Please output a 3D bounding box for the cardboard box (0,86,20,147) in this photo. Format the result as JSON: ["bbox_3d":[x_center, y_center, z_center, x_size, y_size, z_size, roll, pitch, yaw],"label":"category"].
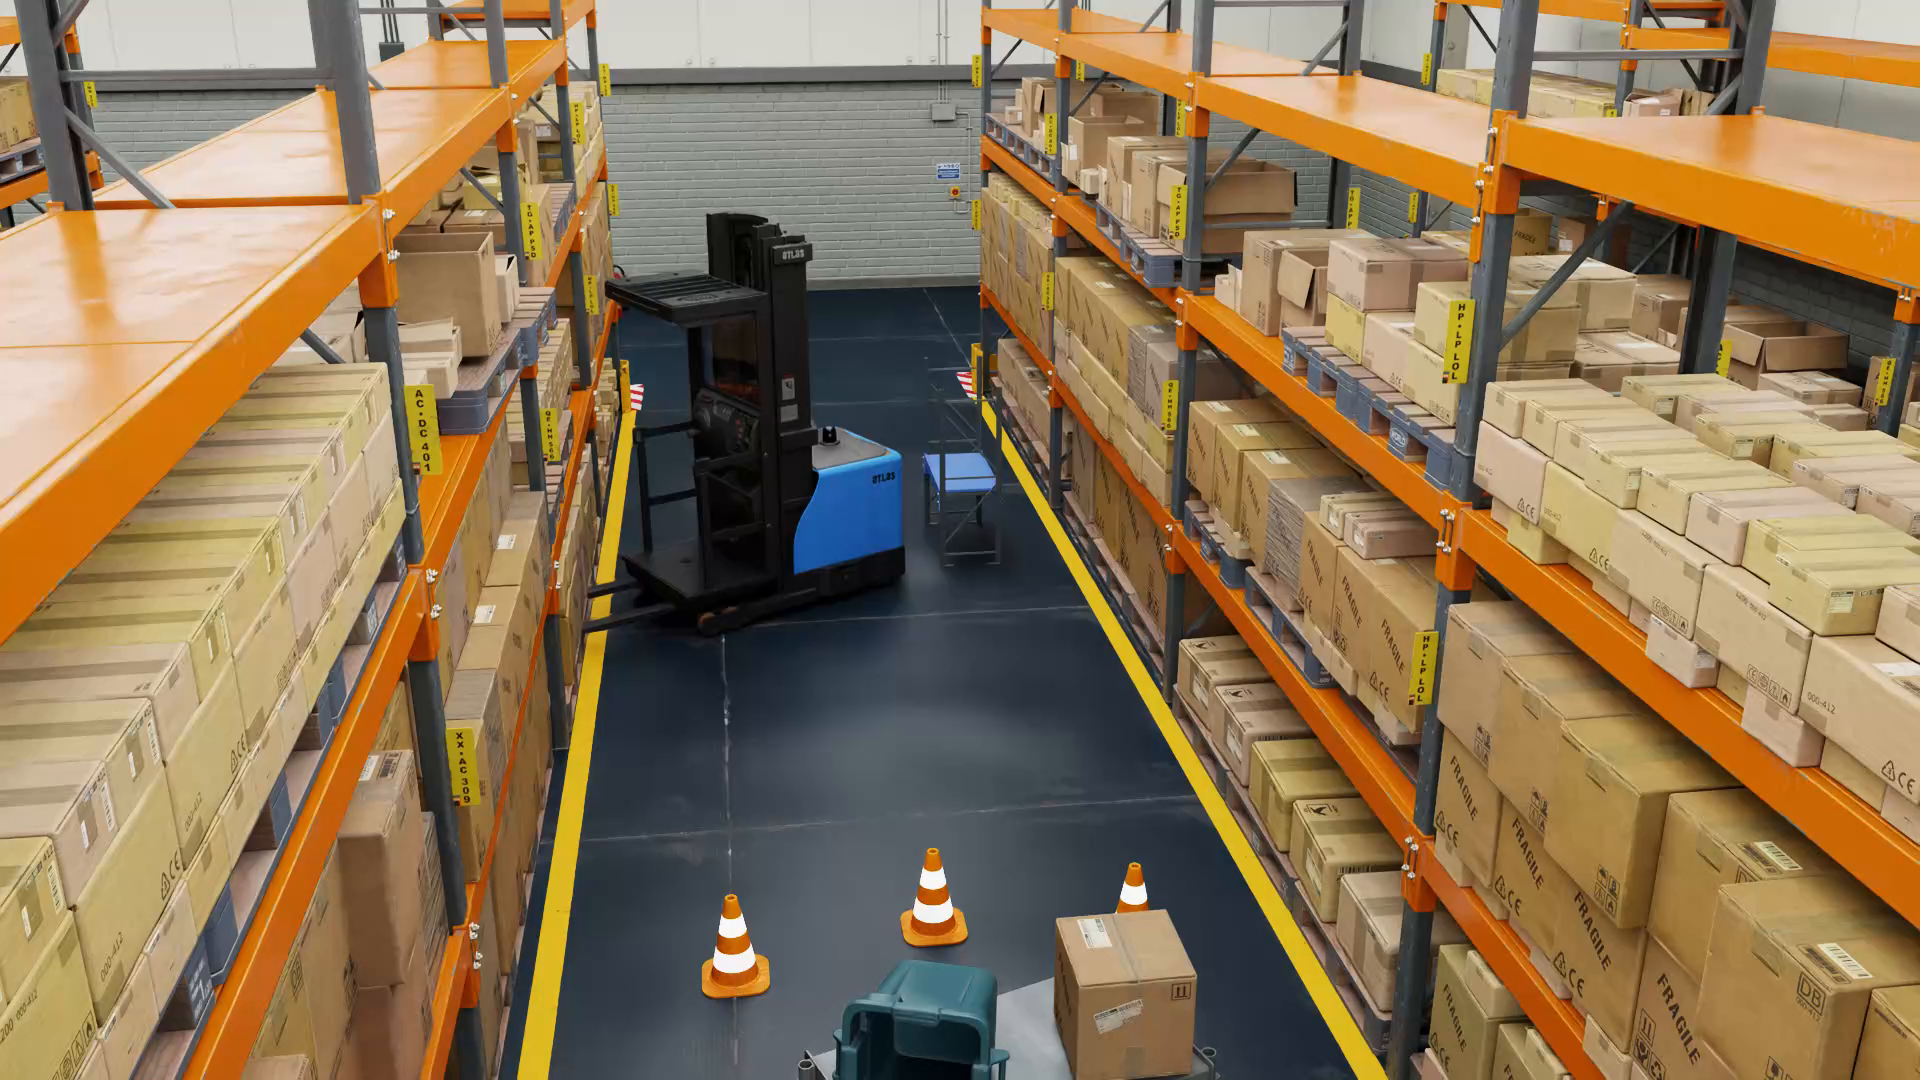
[{"bbox_3d":[-8.866,-3.752,14.800,0.700,0.500,0.500,-4,21,-11],"label":"cardboard box"}]

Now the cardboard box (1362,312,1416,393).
[{"bbox_3d":[2.162,-0.858,7.553,0.500,0.250,0.500,-3,21,-7],"label":"cardboard box"}]

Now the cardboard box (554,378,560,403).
[{"bbox_3d":[-3.133,-1.075,12.142,0.380,0.149,0.250,-3,21,-8],"label":"cardboard box"}]

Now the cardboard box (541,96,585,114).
[{"bbox_3d":[-3.617,-3.948,15.142,0.380,0.149,0.250,-3,21,-9],"label":"cardboard box"}]

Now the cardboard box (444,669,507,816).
[{"bbox_3d":[-2.309,0.912,7.345,0.500,0.500,0.500,-3,21,-7],"label":"cardboard box"}]

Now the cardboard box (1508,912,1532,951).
[{"bbox_3d":[2.342,1.462,6.373,0.380,0.149,0.250,-3,21,-8],"label":"cardboard box"}]

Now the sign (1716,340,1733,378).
[{"bbox_3d":[2.994,-0.633,6.598,0.100,0.325,0.005,-3,21,-8],"label":"sign"}]

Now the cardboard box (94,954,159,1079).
[{"bbox_3d":[-1.654,0.873,2.921,0.380,0.149,0.250,-3,21,-8],"label":"cardboard box"}]

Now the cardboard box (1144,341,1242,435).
[{"bbox_3d":[1.548,-1.022,11.093,0.500,0.500,0.500,-3,21,-9],"label":"cardboard box"}]

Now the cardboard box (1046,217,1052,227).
[{"bbox_3d":[0.989,-2.819,14.977,0.380,0.149,0.250,-3,21,-8],"label":"cardboard box"}]

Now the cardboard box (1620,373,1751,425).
[{"bbox_3d":[2.720,-0.518,6.249,0.380,0.149,0.250,-2,21,-7],"label":"cardboard box"}]

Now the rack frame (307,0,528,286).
[{"bbox_3d":[-3.002,-2.866,9.030,1.000,3.000,0.127,-3,21,-8],"label":"rack frame"}]

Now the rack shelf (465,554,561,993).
[{"bbox_3d":[-2.714,0.973,8.351,1.077,0.370,4.000,-3,21,-8],"label":"rack shelf"}]

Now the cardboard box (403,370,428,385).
[{"bbox_3d":[-2.330,-0.574,6.794,0.250,0.149,0.380,-3,21,-8],"label":"cardboard box"}]

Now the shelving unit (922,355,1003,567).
[{"bbox_3d":[0.012,-0.673,13.875,0.538,1.500,1.048,-3,21,-8],"label":"shelving unit"}]

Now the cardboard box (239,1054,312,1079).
[{"bbox_3d":[-1.981,1.621,3.832,0.875,0.550,0.550,-3,21,-8],"label":"cardboard box"}]

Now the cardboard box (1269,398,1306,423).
[{"bbox_3d":[2.222,-0.580,10.314,0.500,0.500,0.500,-4,21,-9],"label":"cardboard box"}]

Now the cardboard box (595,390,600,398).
[{"bbox_3d":[-3.689,-1.342,16.147,0.380,0.149,0.250,-4,21,-10],"label":"cardboard box"}]

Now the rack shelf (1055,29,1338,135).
[{"bbox_3d":[1.593,-3.319,11.842,1.077,0.370,4.000,-3,21,-8],"label":"rack shelf"}]

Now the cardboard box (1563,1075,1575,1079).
[{"bbox_3d":[2.352,2.016,5.863,0.380,0.149,0.250,-2,21,-5],"label":"cardboard box"}]

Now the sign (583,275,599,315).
[{"bbox_3d":[-3.030,-2.013,13.663,0.100,0.325,0.005,-3,21,-8],"label":"sign"}]

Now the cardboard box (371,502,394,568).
[{"bbox_3d":[-2.020,-0.005,5.271,0.380,0.149,0.250,-3,21,-7],"label":"cardboard box"}]

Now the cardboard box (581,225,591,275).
[{"bbox_3d":[-3.493,-2.443,14.472,0.500,0.500,0.500,-4,21,-9],"label":"cardboard box"}]

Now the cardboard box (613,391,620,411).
[{"bbox_3d":[-3.736,-1.431,17.236,0.380,0.149,0.250,-2,21,-6],"label":"cardboard box"}]

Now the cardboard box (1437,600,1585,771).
[{"bbox_3d":[2.307,0.553,6.452,0.700,0.500,0.500,-3,21,-8],"label":"cardboard box"}]

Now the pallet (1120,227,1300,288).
[{"bbox_3d":[1.736,-1.878,10.939,1.213,0.211,1.003,-2,21,-5],"label":"pallet"}]

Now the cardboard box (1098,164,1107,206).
[{"bbox_3d":[1.222,-2.614,12.234,0.396,0.266,0.258,-1,21,-3],"label":"cardboard box"}]

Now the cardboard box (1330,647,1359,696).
[{"bbox_3d":[2.017,0.621,8.025,0.380,0.149,0.250,-3,21,-9],"label":"cardboard box"}]

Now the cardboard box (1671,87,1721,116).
[{"bbox_3d":[6.328,-3.739,14.252,0.396,0.266,0.258,-3,21,-9],"label":"cardboard box"}]

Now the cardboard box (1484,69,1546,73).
[{"bbox_3d":[5.980,-4.931,17.919,0.500,0.250,0.500,-3,21,-9],"label":"cardboard box"}]

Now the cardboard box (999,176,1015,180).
[{"bbox_3d":[0.614,-3.706,17.352,0.380,0.149,0.250,-2,21,-6],"label":"cardboard box"}]

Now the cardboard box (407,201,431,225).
[{"bbox_3d":[-3.318,-1.994,9.743,0.396,0.266,0.258,-3,21,-8],"label":"cardboard box"}]

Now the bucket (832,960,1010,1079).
[{"bbox_3d":[-0.125,2.081,6.863,0.726,0.611,0.620,4,11,11],"label":"bucket"}]

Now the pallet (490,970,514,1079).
[{"bbox_3d":[-2.612,2.372,7.564,1.003,0.211,1.213,-3,21,-8],"label":"pallet"}]

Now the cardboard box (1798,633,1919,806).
[{"bbox_3d":[2.543,0.438,4.259,0.500,0.250,0.500,-2,21,-6],"label":"cardboard box"}]

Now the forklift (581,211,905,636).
[{"bbox_3d":[-1.925,-0.874,12.366,3.031,2.935,1.130,-15,25,-34],"label":"forklift"}]

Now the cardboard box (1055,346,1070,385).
[{"bbox_3d":[1.107,-1.490,14.132,0.500,0.250,0.500,-3,21,-9],"label":"cardboard box"}]

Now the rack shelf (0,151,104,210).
[{"bbox_3d":[-8.790,-2.986,14.666,1.077,0.370,4.000,-3,21,-8],"label":"rack shelf"}]

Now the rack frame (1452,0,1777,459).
[{"bbox_3d":[2.458,-1.766,6.084,1.000,3.000,0.127,-3,21,-8],"label":"rack frame"}]

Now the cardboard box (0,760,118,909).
[{"bbox_3d":[-1.655,0.502,2.774,0.380,0.149,0.250,-3,21,-9],"label":"cardboard box"}]

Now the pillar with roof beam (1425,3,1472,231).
[{"bbox_3d":[1.883,-6.934,19.921,9.100,9.000,0.400,-3,21,-8],"label":"pillar with roof beam"}]

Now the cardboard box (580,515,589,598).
[{"bbox_3d":[-3.080,0.132,12.547,0.500,0.500,0.500,-3,21,-9],"label":"cardboard box"}]

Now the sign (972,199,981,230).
[{"bbox_3d":[0.178,-3.527,18.023,0.100,0.325,0.005,-3,21,-8],"label":"sign"}]

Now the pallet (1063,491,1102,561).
[{"bbox_3d":[1.491,-0.156,14.332,1.003,0.211,1.213,-3,21,-8],"label":"pallet"}]

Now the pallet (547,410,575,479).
[{"bbox_3d":[-3.328,-0.650,11.942,1.003,0.211,1.213,-3,21,-8],"label":"pallet"}]

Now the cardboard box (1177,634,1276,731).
[{"bbox_3d":[1.953,0.890,10.703,0.950,0.372,0.625,-4,21,-11],"label":"cardboard box"}]

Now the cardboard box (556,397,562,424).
[{"bbox_3d":[-3.135,-0.942,12.209,0.380,0.149,0.250,-2,21,-5],"label":"cardboard box"}]

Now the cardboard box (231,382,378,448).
[{"bbox_3d":[-2.021,-0.378,5.129,0.380,0.149,0.250,-3,21,-8],"label":"cardboard box"}]

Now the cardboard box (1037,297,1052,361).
[{"bbox_3d":[0.985,-1.920,14.927,0.500,0.500,0.500,-3,21,-7],"label":"cardboard box"}]

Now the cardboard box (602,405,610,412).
[{"bbox_3d":[-3.614,-1.210,16.218,0.380,0.149,0.250,-2,21,-5],"label":"cardboard box"}]

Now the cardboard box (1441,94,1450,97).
[{"bbox_3d":[5.433,-4.669,17.932,0.500,0.250,0.500,-3,21,-8],"label":"cardboard box"}]

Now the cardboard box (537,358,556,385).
[{"bbox_3d":[-3.141,-1.218,12.100,0.380,0.149,0.250,-4,21,-10],"label":"cardboard box"}]

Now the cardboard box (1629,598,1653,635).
[{"bbox_3d":[2.412,0.232,5.379,0.380,0.149,0.250,-4,21,-9],"label":"cardboard box"}]

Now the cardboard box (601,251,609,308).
[{"bbox_3d":[-3.684,-2.516,16.097,0.500,0.500,0.500,-3,21,-8],"label":"cardboard box"}]

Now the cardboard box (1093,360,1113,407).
[{"bbox_3d":[1.313,-1.193,12.623,0.500,0.250,0.500,-4,21,-9],"label":"cardboard box"}]

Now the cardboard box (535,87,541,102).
[{"bbox_3d":[-4.315,-4.369,16.270,0.380,0.149,0.250,-2,21,-6],"label":"cardboard box"}]
